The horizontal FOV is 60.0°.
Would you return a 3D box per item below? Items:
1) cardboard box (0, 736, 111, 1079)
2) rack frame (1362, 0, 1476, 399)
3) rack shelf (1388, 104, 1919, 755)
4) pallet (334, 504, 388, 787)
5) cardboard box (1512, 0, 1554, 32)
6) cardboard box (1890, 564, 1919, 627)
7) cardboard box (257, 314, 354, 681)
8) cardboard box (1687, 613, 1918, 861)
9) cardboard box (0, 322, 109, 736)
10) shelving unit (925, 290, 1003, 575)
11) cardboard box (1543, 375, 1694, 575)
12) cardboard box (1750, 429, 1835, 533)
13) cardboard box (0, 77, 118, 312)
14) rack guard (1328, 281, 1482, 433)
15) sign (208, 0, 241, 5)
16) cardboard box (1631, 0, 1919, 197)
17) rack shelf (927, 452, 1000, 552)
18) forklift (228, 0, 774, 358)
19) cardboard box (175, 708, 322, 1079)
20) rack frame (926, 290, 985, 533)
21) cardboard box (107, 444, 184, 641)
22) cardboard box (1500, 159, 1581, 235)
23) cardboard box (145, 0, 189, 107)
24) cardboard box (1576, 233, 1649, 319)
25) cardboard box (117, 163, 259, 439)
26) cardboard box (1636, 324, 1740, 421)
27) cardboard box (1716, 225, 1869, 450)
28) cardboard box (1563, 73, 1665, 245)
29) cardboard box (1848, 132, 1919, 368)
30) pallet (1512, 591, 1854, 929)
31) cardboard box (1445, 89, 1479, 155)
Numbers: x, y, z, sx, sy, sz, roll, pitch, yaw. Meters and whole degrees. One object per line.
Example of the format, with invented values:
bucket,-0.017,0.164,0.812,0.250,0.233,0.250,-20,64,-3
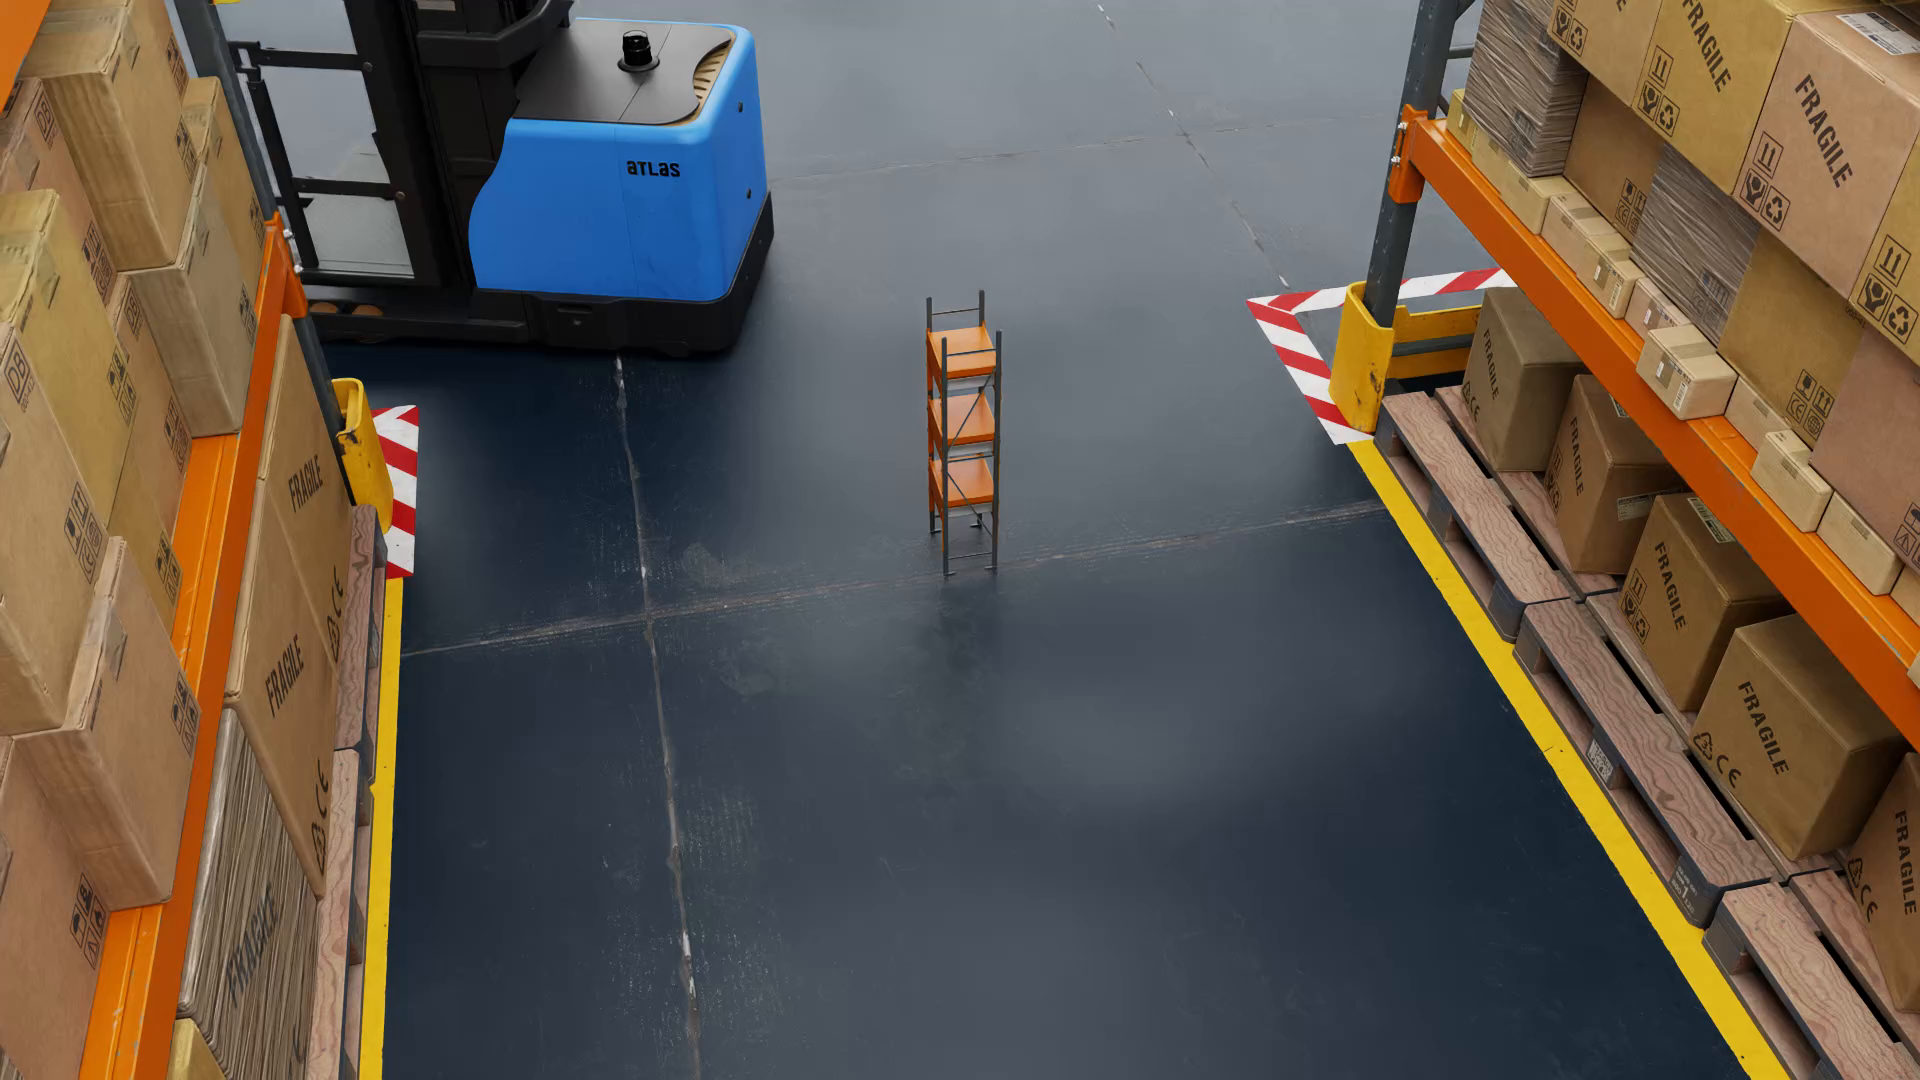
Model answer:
cardboard box,-2.116,0.799,2.978,0.875,0.550,0.550,-8,42,-9
rack frame,2.118,-1.793,6.010,1.000,3.000,0.127,-8,42,-9
rack shelf,2.549,-0.227,4.788,1.077,0.370,4.000,-8,42,-9
pallet,-2.498,0.403,5.638,1.003,0.211,1.213,-8,42,-9
cardboard box,1.970,-1.920,5.100,0.500,0.500,0.500,-8,42,-9
cardboard box,2.520,0.136,4.027,0.380,0.149,0.250,-8,42,-9
cardboard box,-2.536,-0.080,5.364,0.875,0.875,0.875,-8,42,-9
cardboard box,2.592,0.552,4.936,0.500,0.500,0.500,-12,43,-13
cardboard box,-2.144,0.032,3.028,0.875,0.550,0.550,-8,42,-9
shelving unit,0.012,-0.358,5.862,0.215,1.050,0.252,-8,42,-9
cardboard box,2.399,-0.225,5.811,0.500,0.500,0.500,2,42,2
cardboard box,2.338,-0.177,4.380,0.380,0.149,0.250,-8,42,-9
cardboard box,-2.508,-0.635,3.780,0.875,0.550,0.550,-8,42,-9
rack guard,2.134,-0.809,6.784,1.175,0.500,0.348,-8,42,-9
sign,-2.214,-1.738,4.897,0.100,0.325,0.005,-8,42,-9
cardboard box,2.181,-1.271,4.369,0.500,0.500,0.500,-8,42,-9
rack shelf,0.012,-0.142,6.054,0.215,0.259,0.240,-8,42,-9
forklift,-2.417,-2.289,6.621,3.031,2.935,1.130,4,42,5
cardboard box,-2.149,1.082,4.056,0.875,0.875,0.875,-8,42,-9
rack frame,-0.015,-0.437,5.951,0.200,1.050,0.008,-8,42,-9
cardboard box,-2.330,0.103,3.762,0.875,0.550,0.500,-8,42,-9
cardboard box,2.021,-1.151,5.476,0.380,0.149,0.250,-8,42,-9
cardboard box,-2.705,-1.361,4.598,0.875,0.550,0.550,-8,42,-9
cardboard box,2.142,-0.829,5.113,0.380,0.149,0.250,-8,42,-9
cardboard box,-2.483,-0.616,4.572,0.875,0.550,0.550,-8,42,-9
cardboard box,2.176,-0.494,4.736,0.380,0.149,0.250,-8,42,-9
cardboard box,2.597,-0.618,4.387,0.875,0.500,0.500,-8,42,-9
cardboard box,2.435,-1.274,5.126,0.875,0.500,0.500,-8,42,-9
cardboard box,2.399,-0.623,3.639,0.500,0.500,0.500,-8,42,-9
pallet,2.535,0.620,5.392,1.003,0.211,1.213,-8,42,-9
cardboard box,1.946,-1.480,5.847,0.380,0.149,0.250,-8,42,-9
